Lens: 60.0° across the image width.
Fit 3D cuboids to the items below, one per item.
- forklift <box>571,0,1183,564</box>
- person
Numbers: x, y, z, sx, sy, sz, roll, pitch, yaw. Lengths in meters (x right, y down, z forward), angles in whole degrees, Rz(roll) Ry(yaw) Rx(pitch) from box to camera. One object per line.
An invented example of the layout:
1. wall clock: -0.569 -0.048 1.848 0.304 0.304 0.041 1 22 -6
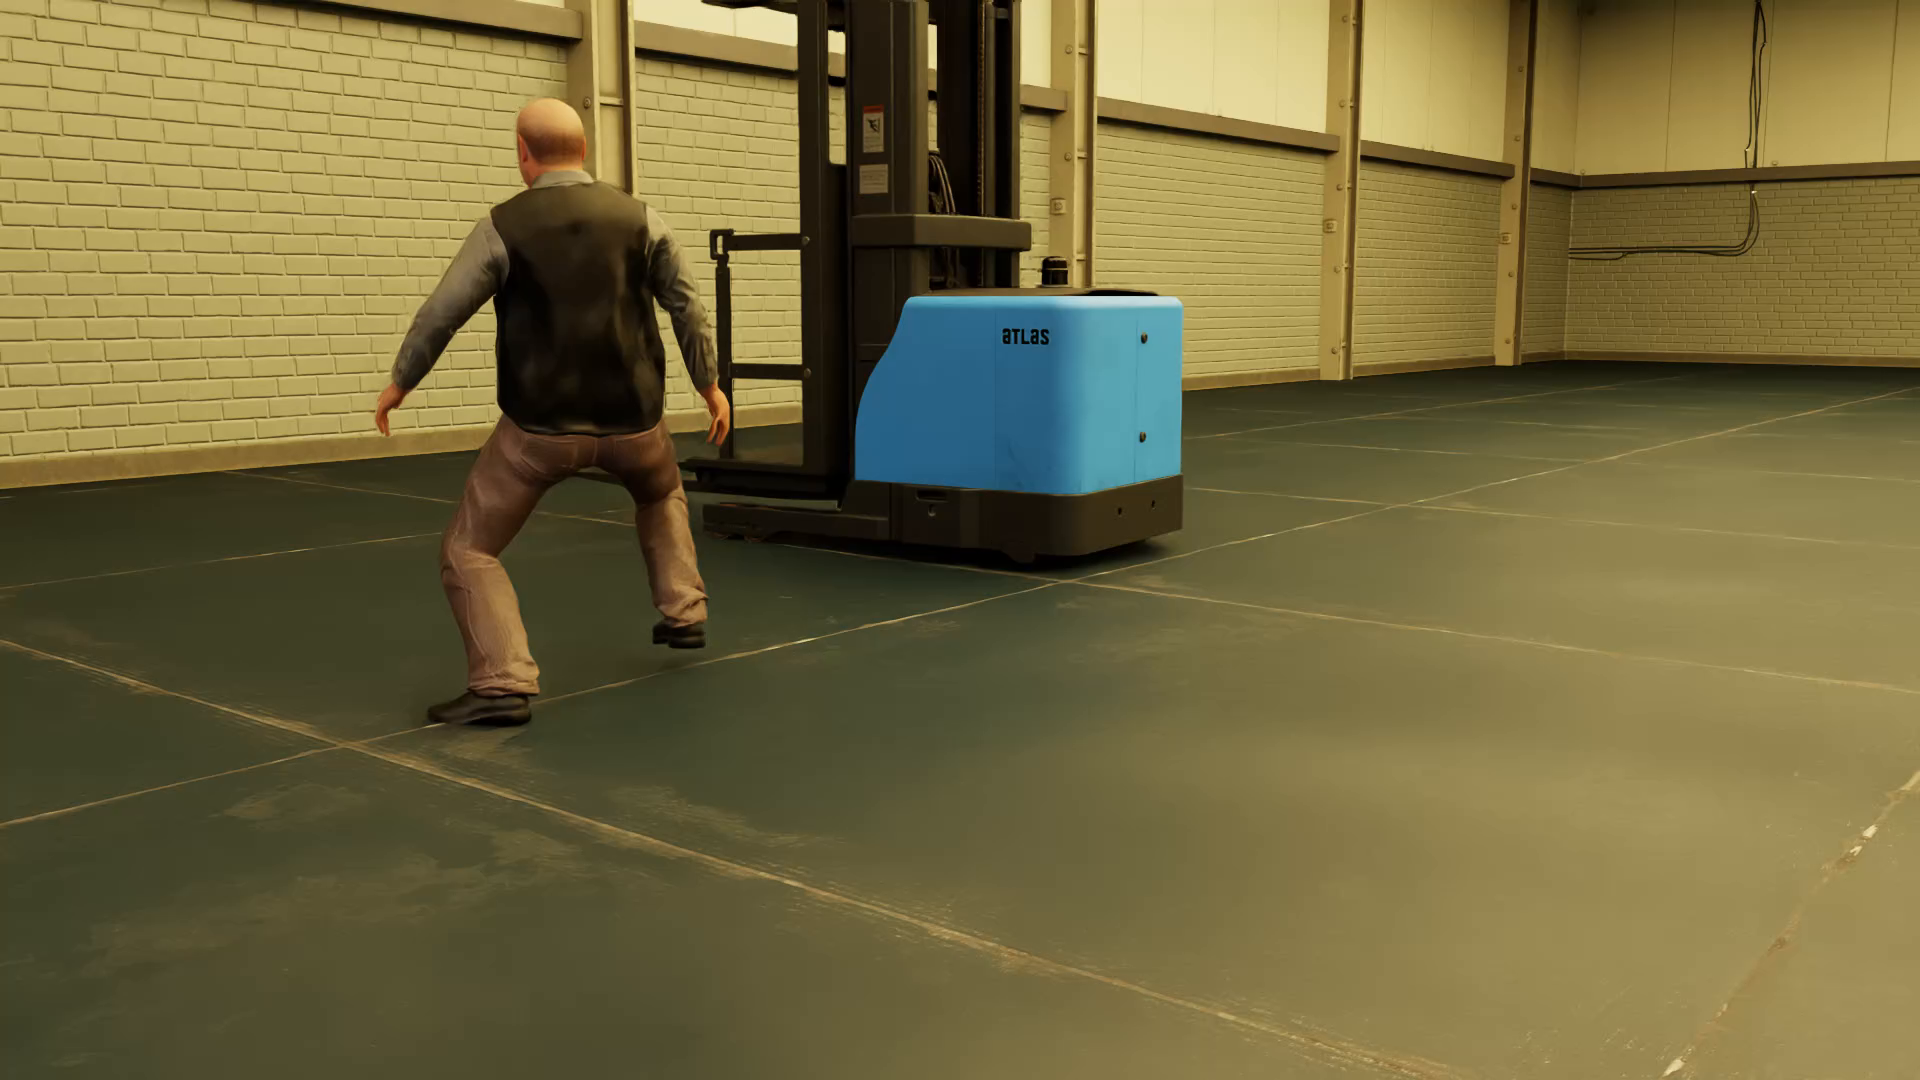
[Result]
1. forklift: -0.544 -1.493 7.482 3.031 2.935 1.130 5 10 33
2. person: -1.065 -0.358 4.463 0.936 1.599 0.663 -4 9 -24
